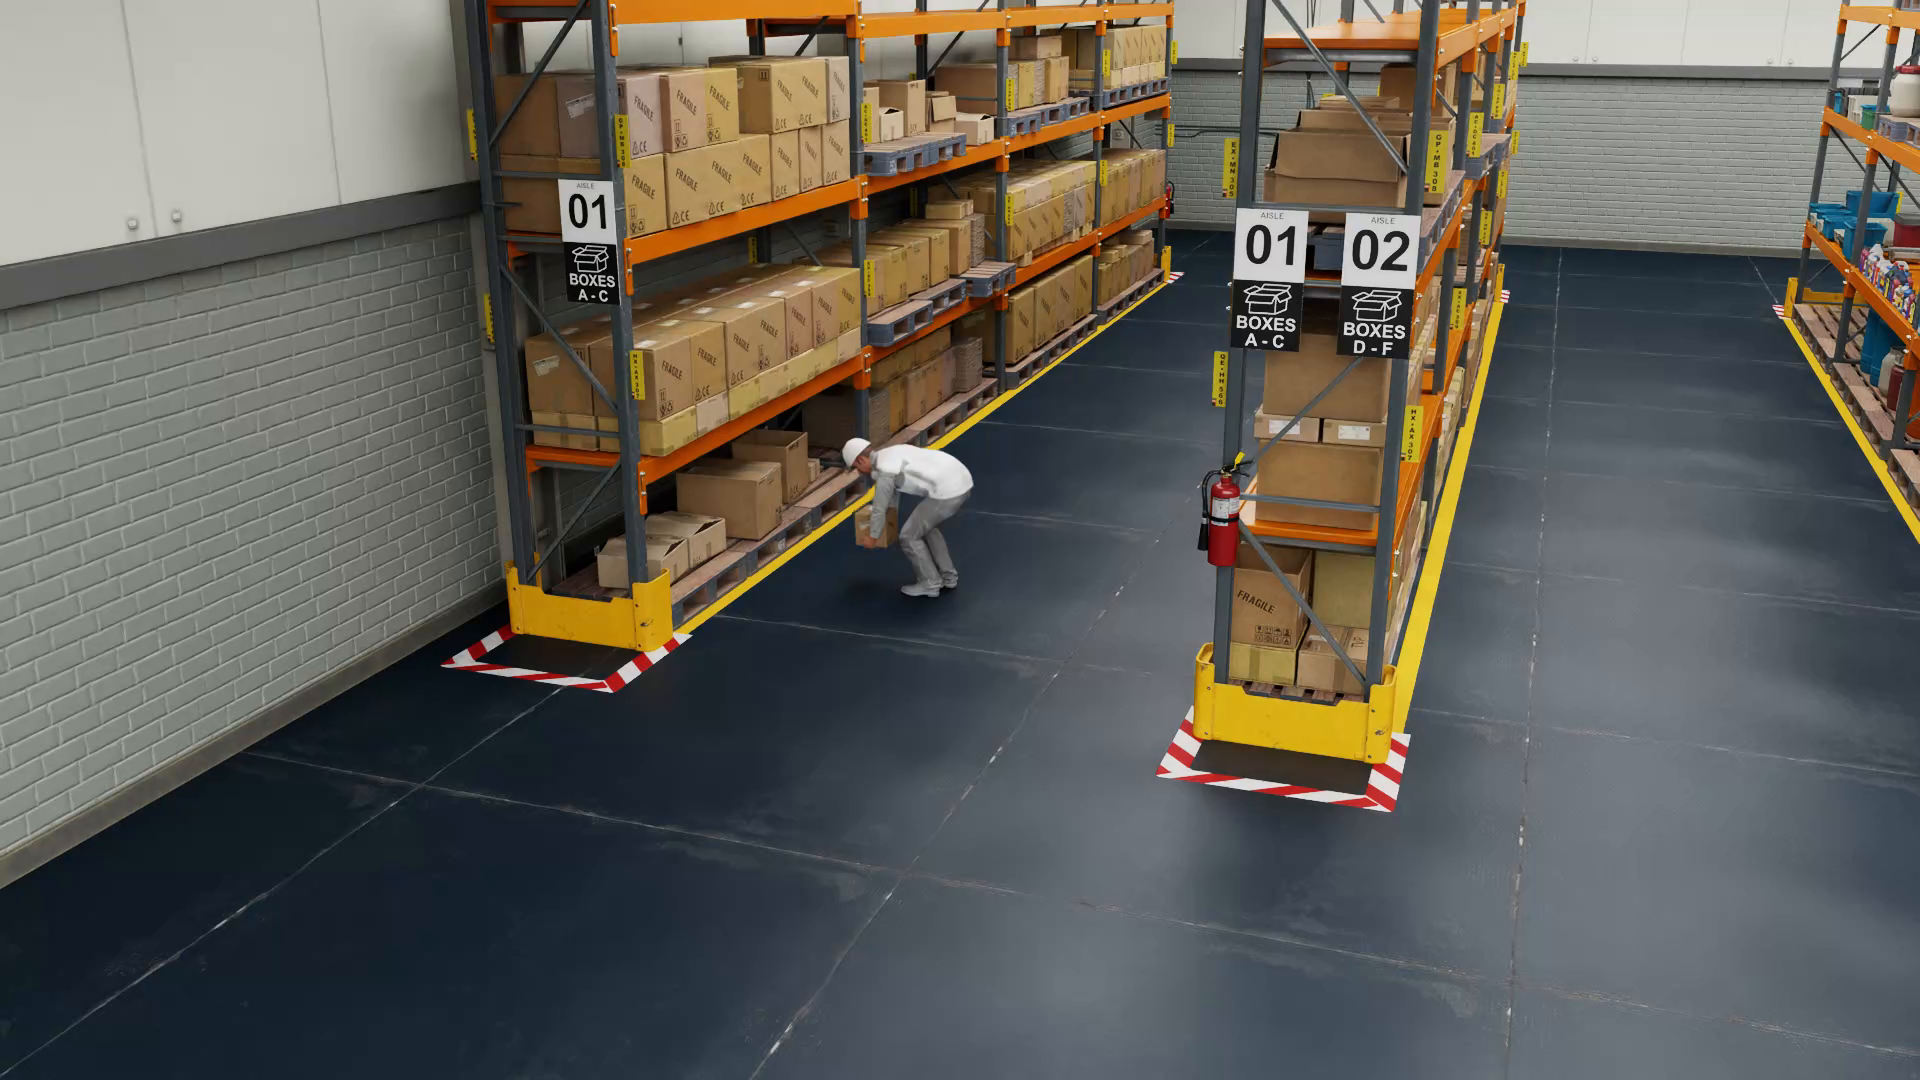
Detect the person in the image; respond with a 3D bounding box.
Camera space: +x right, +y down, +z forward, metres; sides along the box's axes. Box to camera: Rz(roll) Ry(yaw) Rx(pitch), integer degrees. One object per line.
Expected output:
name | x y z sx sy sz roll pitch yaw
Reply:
person | -0.401 -0.181 12.535 0.988 1.155 0.487 5 19 16
